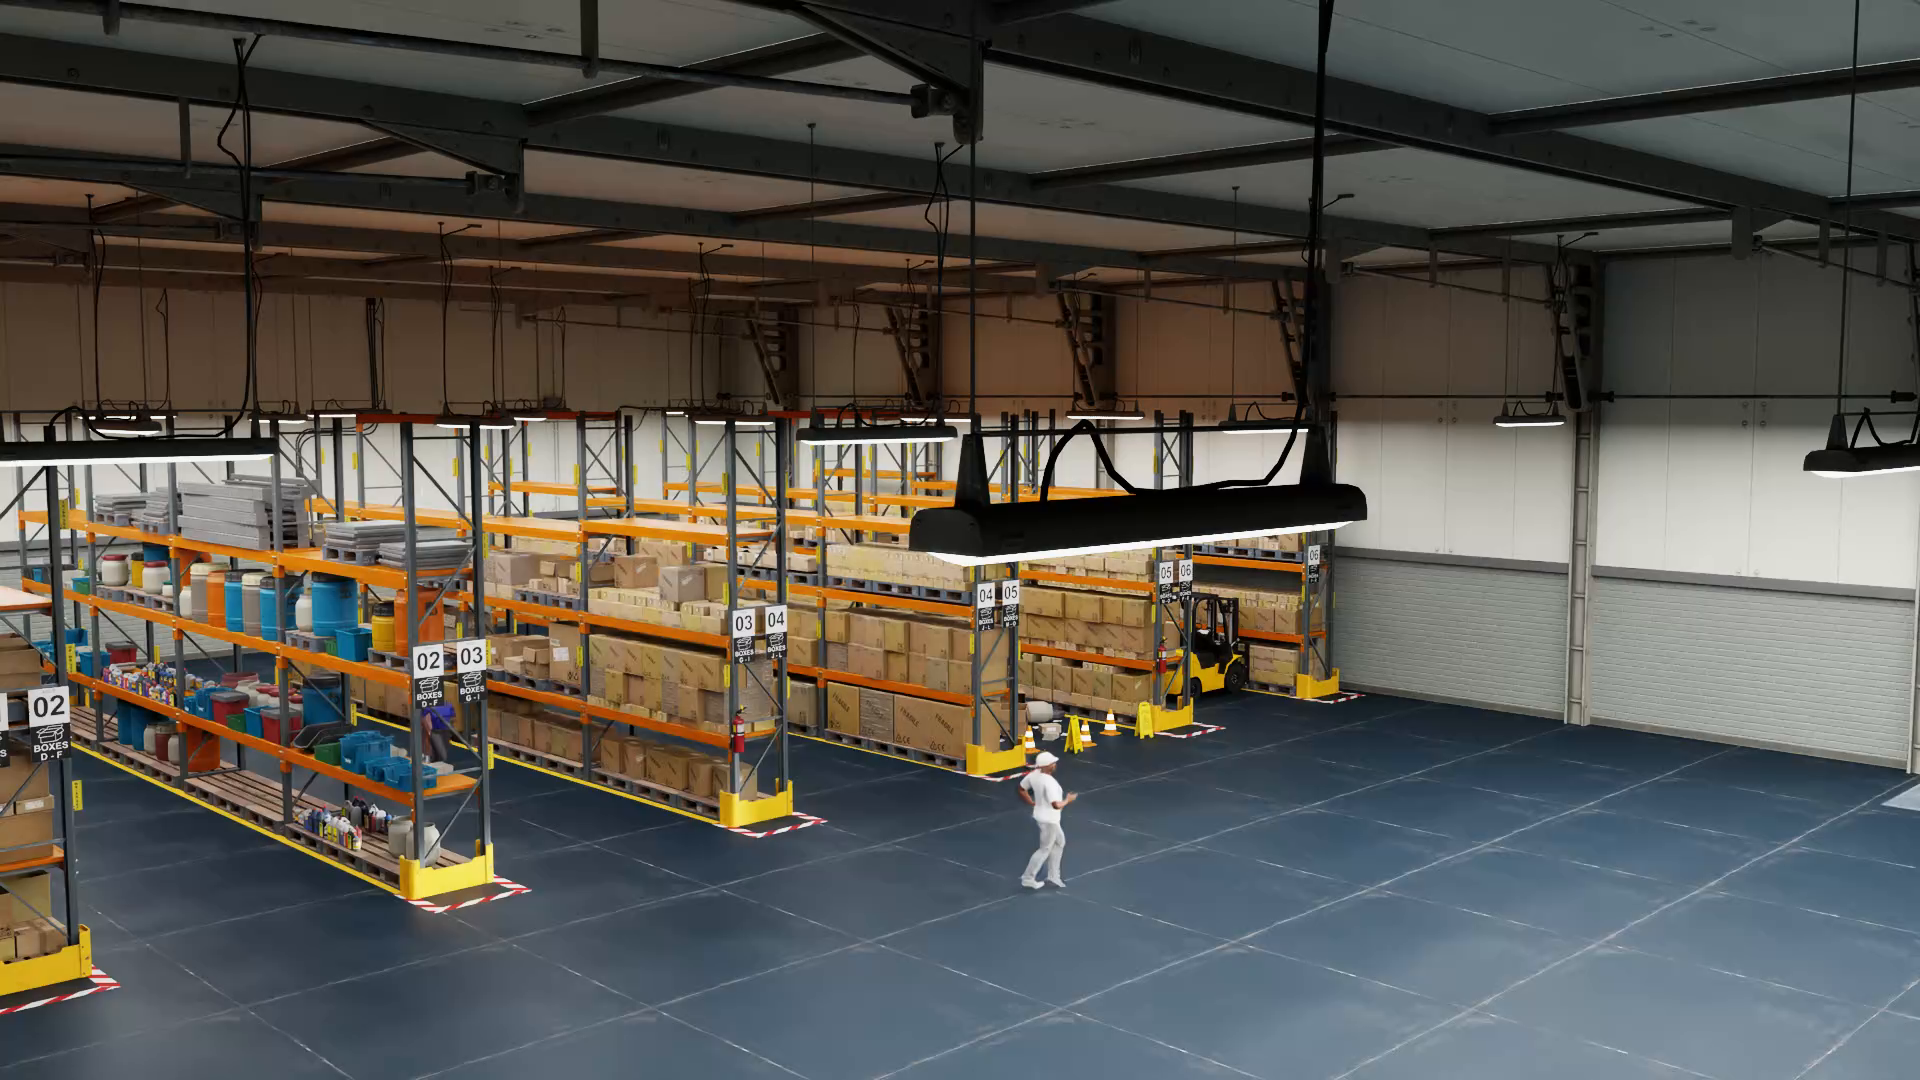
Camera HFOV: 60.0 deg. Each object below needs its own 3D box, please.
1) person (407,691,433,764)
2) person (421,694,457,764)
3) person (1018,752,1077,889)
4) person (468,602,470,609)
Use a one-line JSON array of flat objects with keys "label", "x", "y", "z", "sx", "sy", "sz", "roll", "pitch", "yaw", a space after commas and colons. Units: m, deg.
[{"label": "person", "x": -9.212, "y": 3.016, "z": 28.807, "sx": 0.546, "sy": 1.719, "sz": 0.717, "roll": -5, "pitch": 7, "yaw": -45}, {"label": "person", "x": -8.351, "y": 3.197, "z": 26.709, "sx": 0.799, "sy": 1.713, "sz": 0.553, "roll": 4, "pitch": 6, "yaw": 39}, {"label": "person", "x": 1.117, "y": 3.606, "z": 21.231, "sx": 0.729, "sy": 1.823, "sz": 0.674, "roll": -1, "pitch": 5, "yaw": -15}, {"label": "person", "x": -11.142, "y": 2.235, "z": 37.489, "sx": 0.663, "sy": 1.770, "sz": 0.792, "roll": -3, "pitch": 6, "yaw": -35}]
